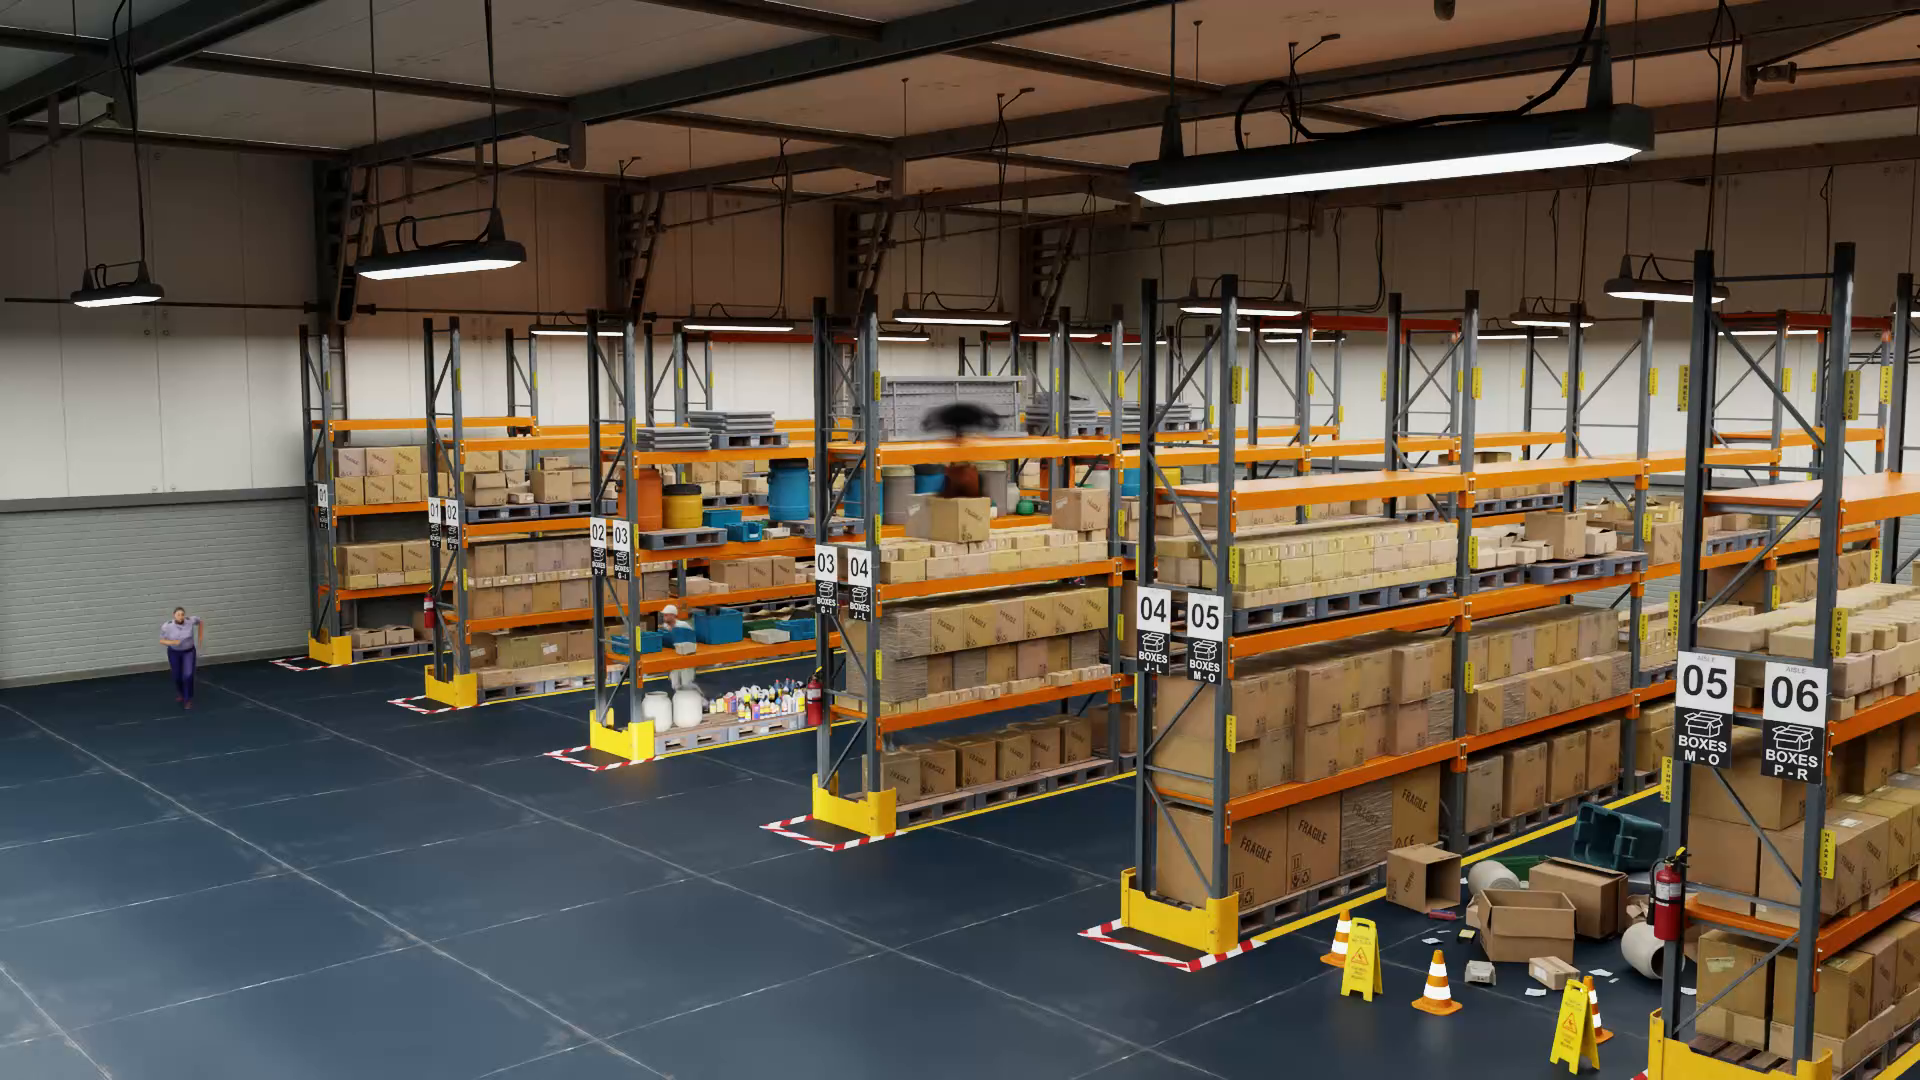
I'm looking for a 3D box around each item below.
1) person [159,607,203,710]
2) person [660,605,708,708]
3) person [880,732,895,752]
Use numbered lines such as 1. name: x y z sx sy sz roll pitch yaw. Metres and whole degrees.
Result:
1. person: -11.993 1.828 25.654 0.624 1.648 0.929 -3 6 -25
2. person: -4.200 1.795 25.138 0.655 1.684 0.778 4 7 32
3. person: -1.124 2.074 22.365 0.679 1.680 0.919 2 6 21
